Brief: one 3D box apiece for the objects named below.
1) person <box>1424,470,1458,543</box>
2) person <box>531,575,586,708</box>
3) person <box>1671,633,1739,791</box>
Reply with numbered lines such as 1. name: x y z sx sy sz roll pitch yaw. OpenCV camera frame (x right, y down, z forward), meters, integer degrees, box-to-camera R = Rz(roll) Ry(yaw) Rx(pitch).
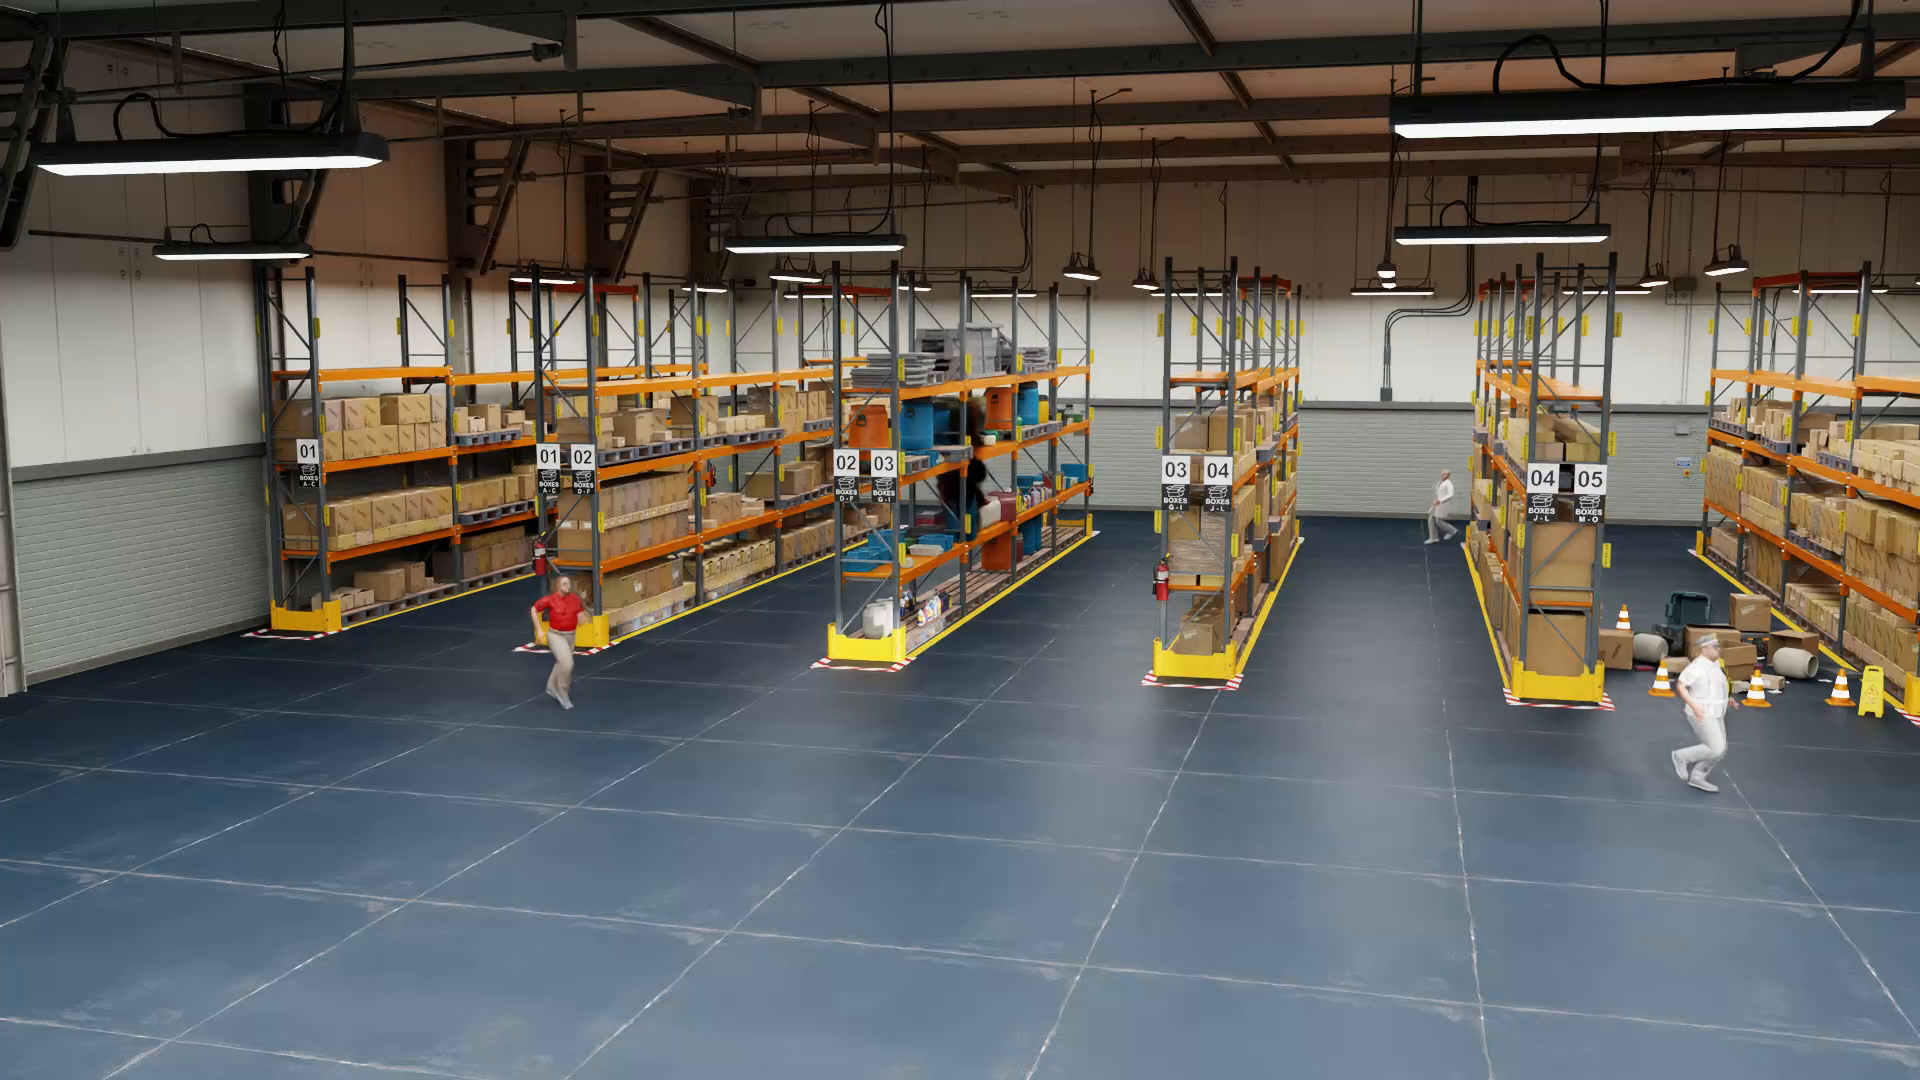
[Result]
1. person: 11.281 -0.774 38.849 0.739 1.758 0.753 -2 7 -13
2. person: -5.290 1.358 22.169 0.854 1.793 0.628 5 9 35
3. person: 8.113 1.867 18.065 0.668 1.735 0.596 -6 10 -40
